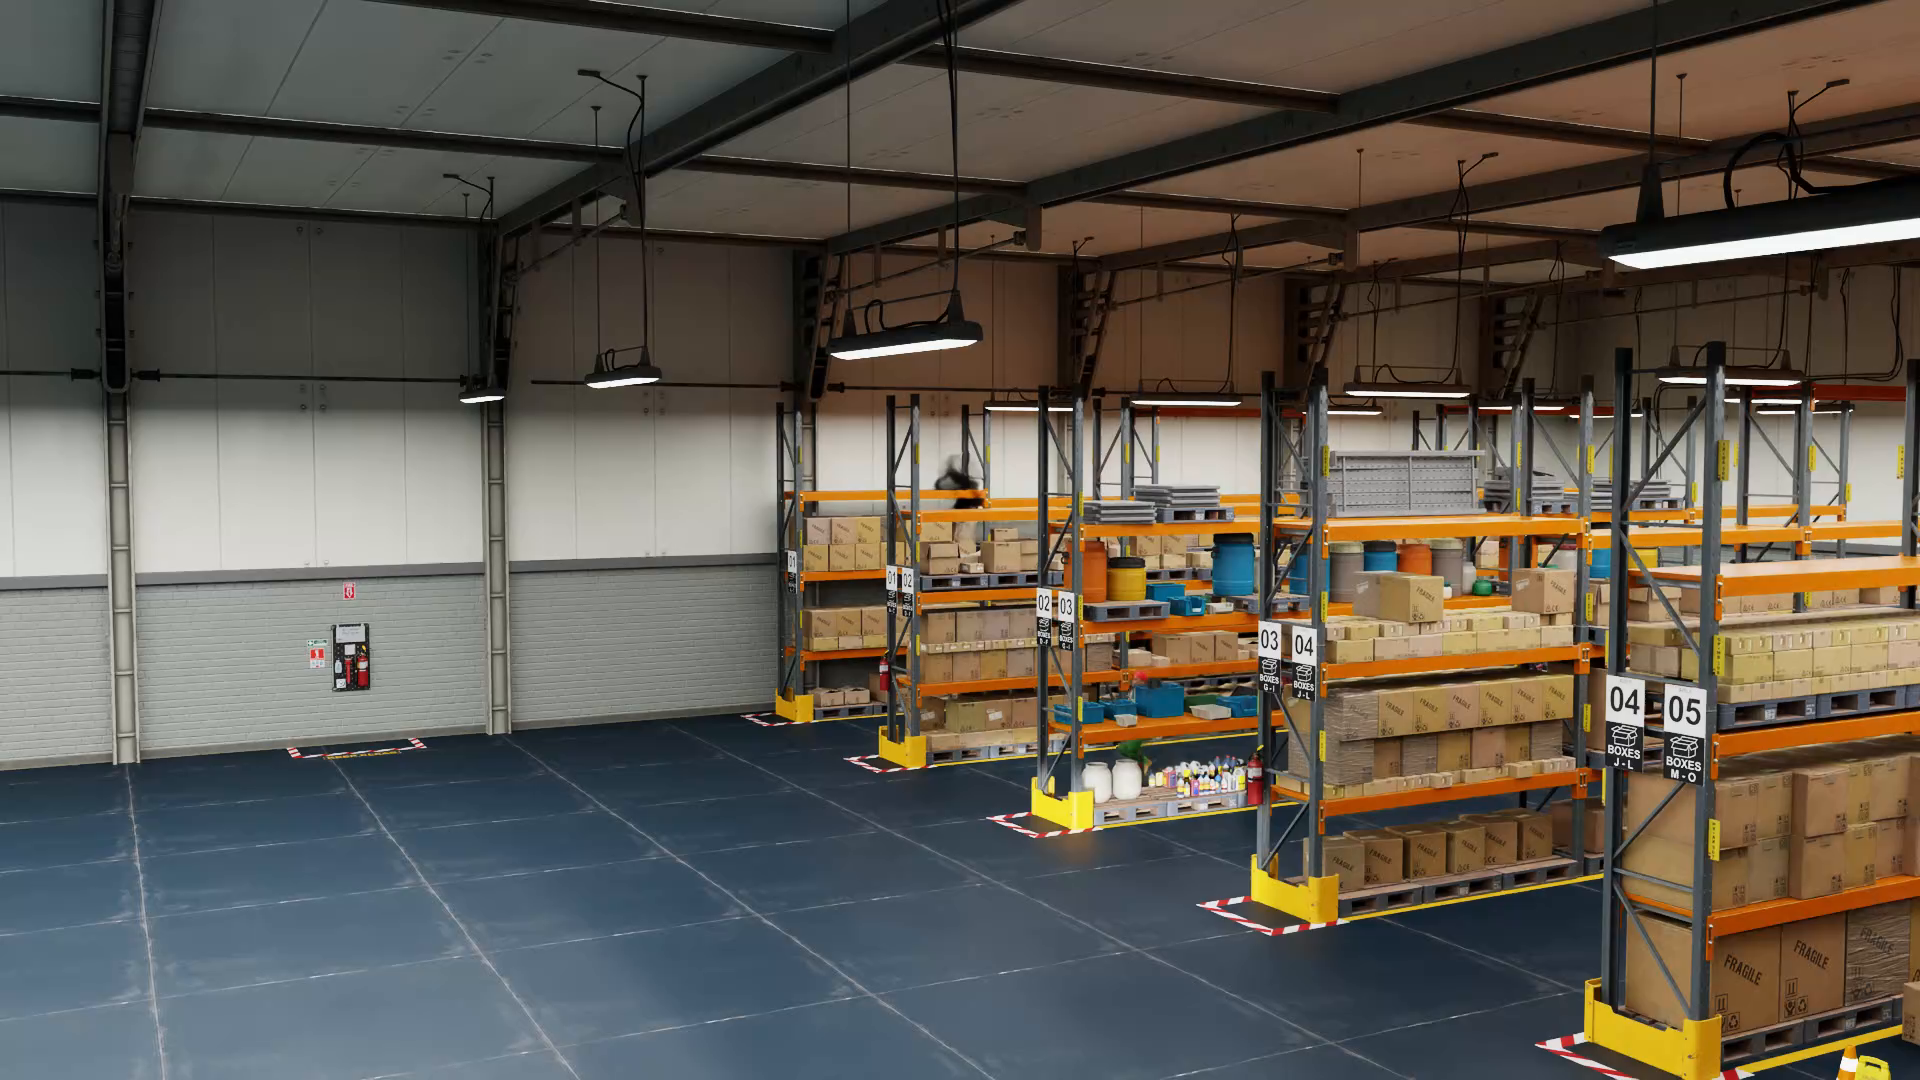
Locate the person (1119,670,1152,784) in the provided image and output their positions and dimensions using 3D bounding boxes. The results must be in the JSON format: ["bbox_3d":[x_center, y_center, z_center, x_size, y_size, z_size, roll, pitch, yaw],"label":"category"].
[{"bbox_3d":[2.703,2.857,25.380,0.613,1.738,0.652,-1,4,-24],"label":"person"}]

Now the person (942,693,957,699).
[{"bbox_3d":[-0.106,2.394,29.899,0.541,1.658,0.615,-3,4,-42],"label":"person"}]
